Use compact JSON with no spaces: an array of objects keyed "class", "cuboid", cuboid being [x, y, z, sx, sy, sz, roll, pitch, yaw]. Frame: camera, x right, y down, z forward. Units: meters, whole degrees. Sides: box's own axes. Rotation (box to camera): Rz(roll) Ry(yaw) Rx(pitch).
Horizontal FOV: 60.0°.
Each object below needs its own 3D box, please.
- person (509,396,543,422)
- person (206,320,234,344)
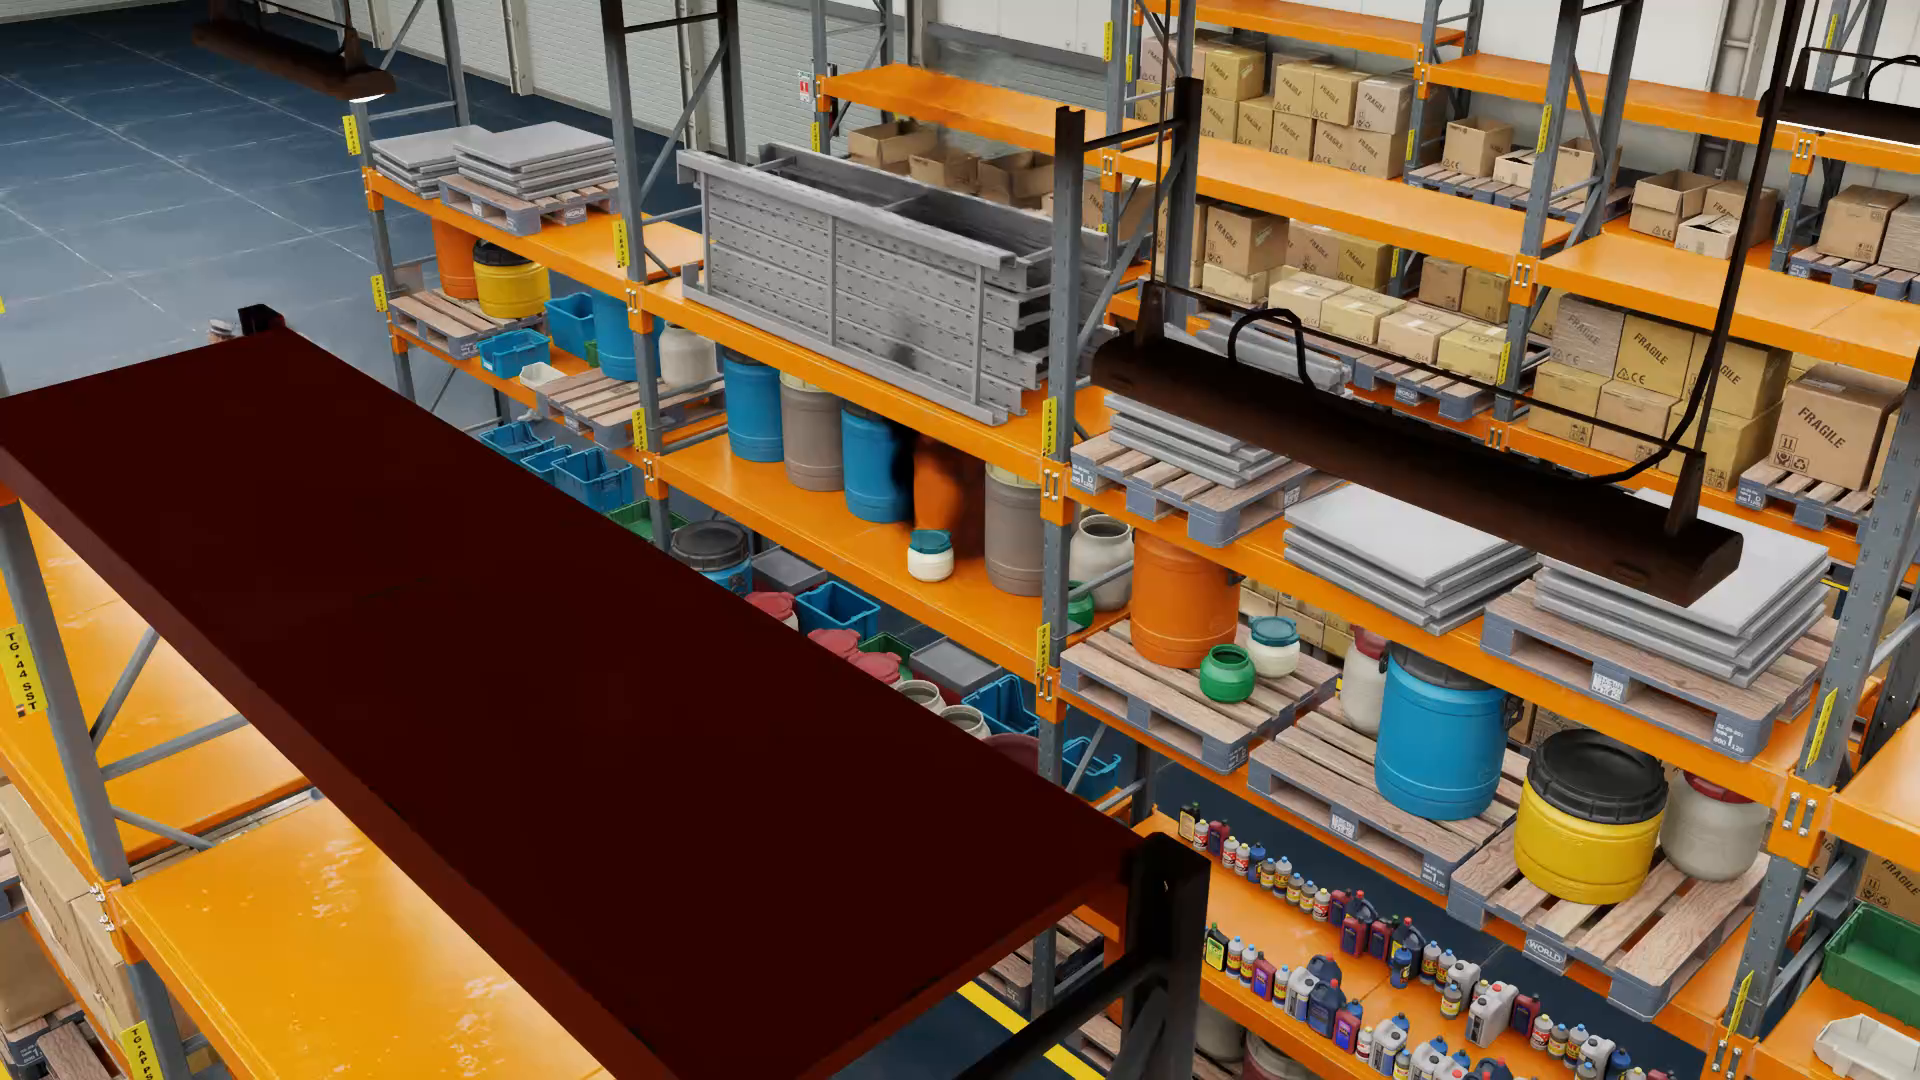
[{"class":"person","cuboid":[-5.067,-2.173,19.031,0.487,1.676,0.668,-6,29,-11]},{"class":"person","cuboid":[-7.895,-1.560,17.990,0.703,1.725,0.579,-9,29,-15]}]
